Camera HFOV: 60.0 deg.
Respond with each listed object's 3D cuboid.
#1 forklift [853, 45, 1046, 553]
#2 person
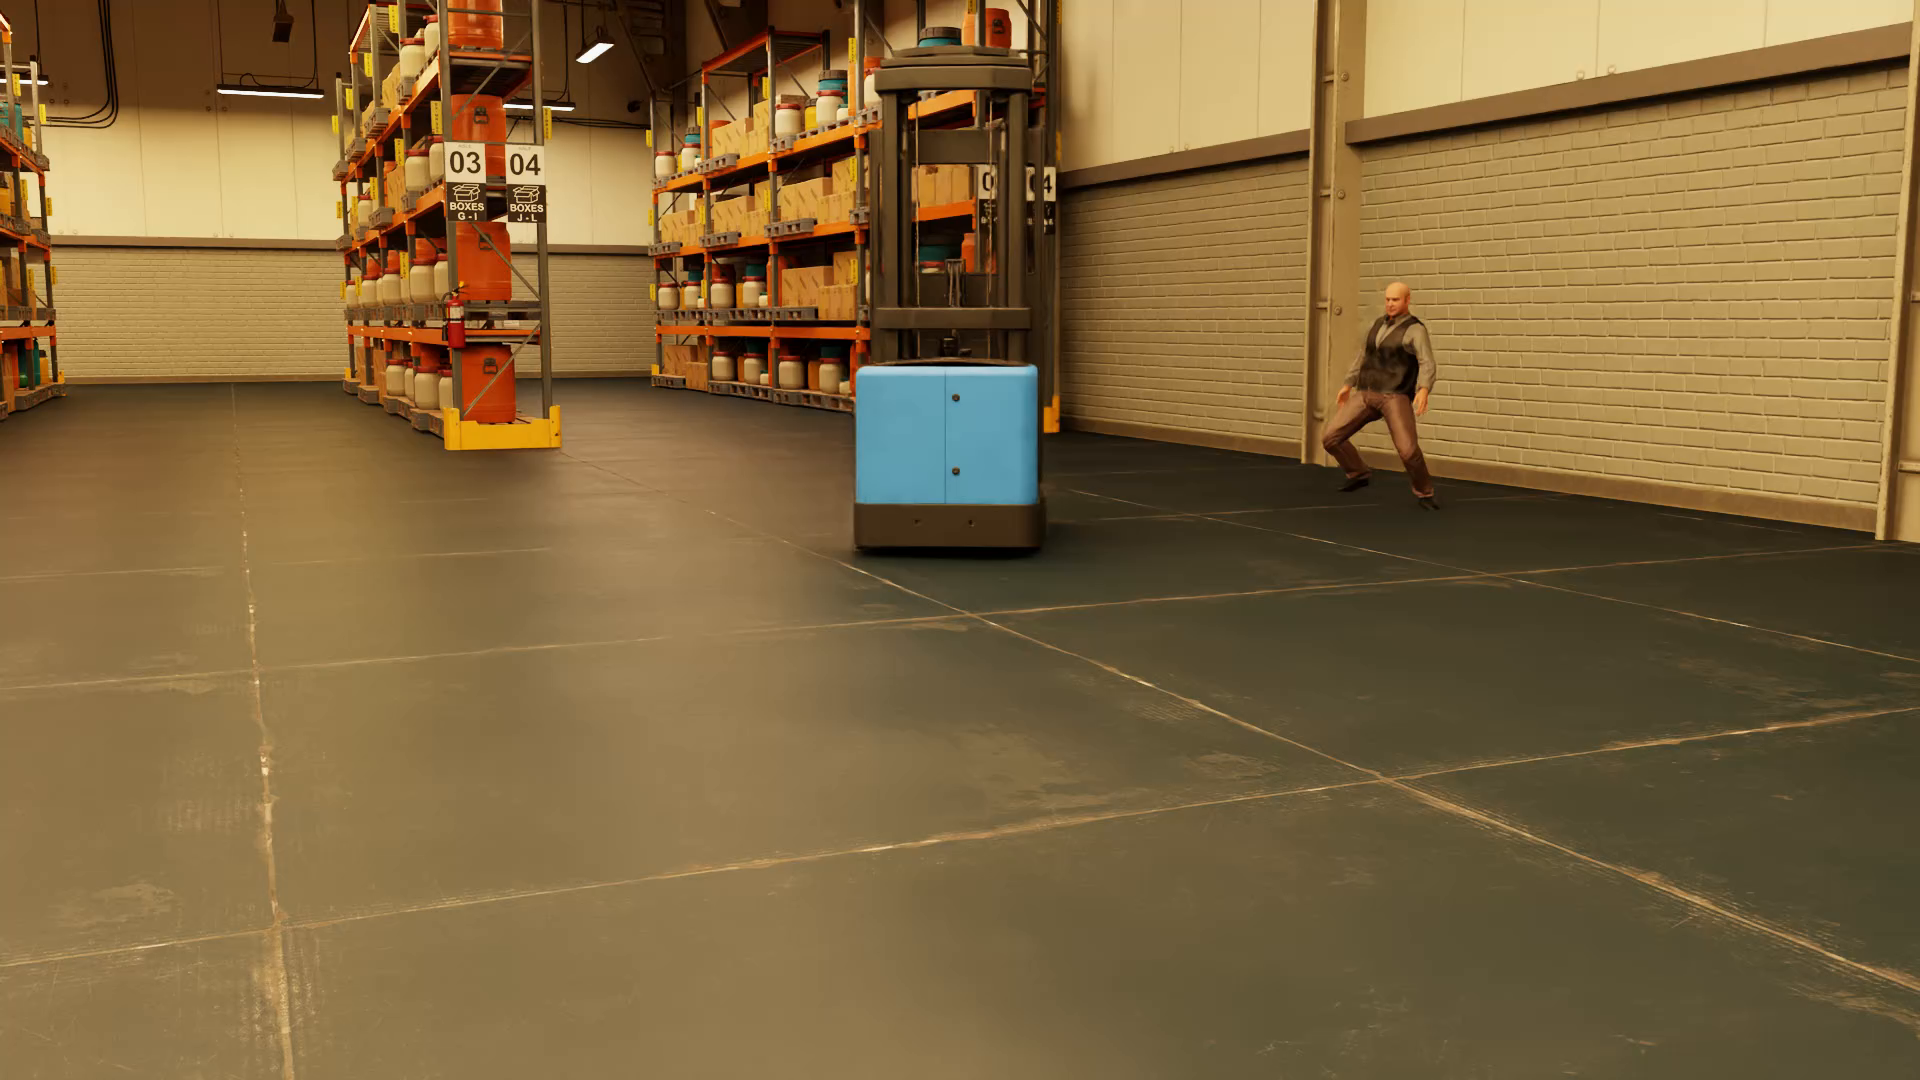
[{"bbox_3d":[-0.006,-1.540,10.623,1.130,2.935,3.031,0,8,3],"label":"forklift"},{"bbox_3d":[3.051,-1.038,11.959,0.594,1.611,0.915,-5,9,-33],"label":"person"}]
